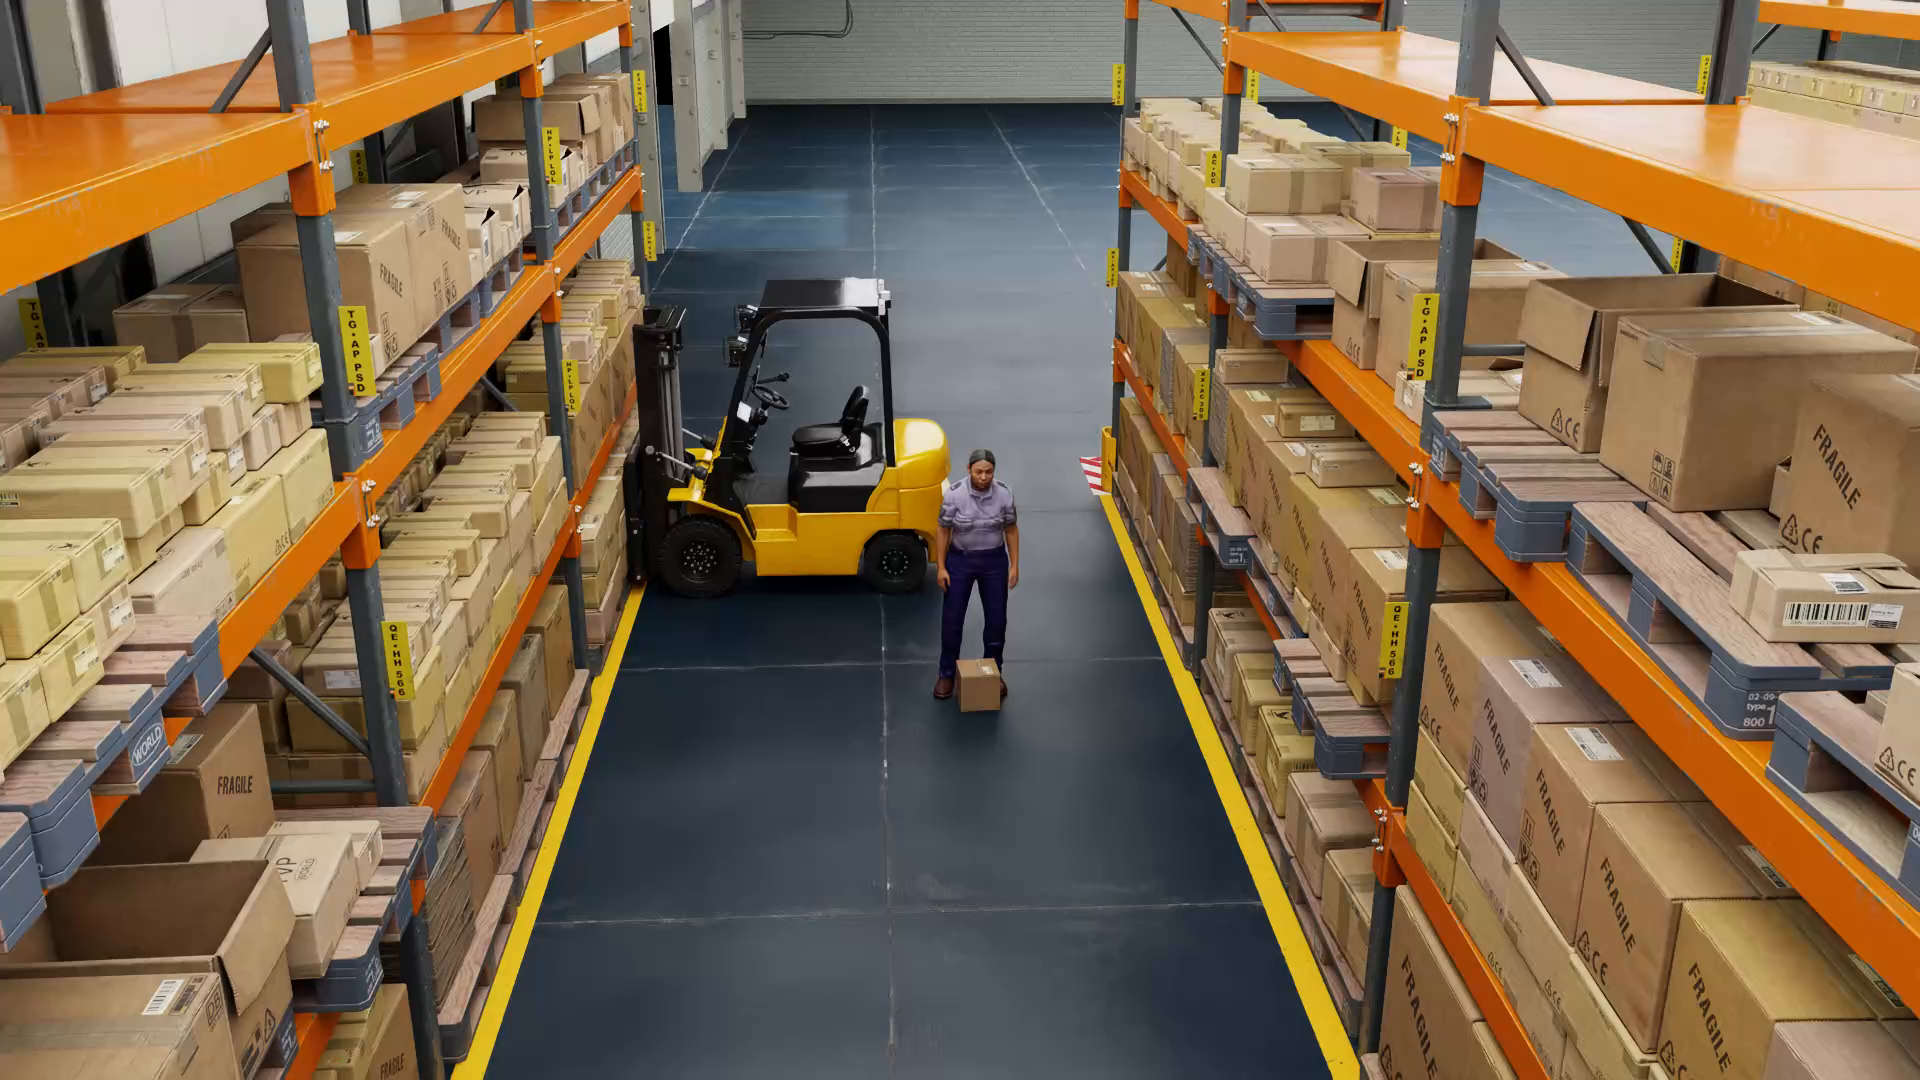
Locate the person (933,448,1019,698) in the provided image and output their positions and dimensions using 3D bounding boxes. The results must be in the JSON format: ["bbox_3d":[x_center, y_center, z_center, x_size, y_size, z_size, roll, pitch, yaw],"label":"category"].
[{"bbox_3d":[0.097,0.186,10.591,0.563,1.653,0.363,-2,21,-6],"label":"person"}]
